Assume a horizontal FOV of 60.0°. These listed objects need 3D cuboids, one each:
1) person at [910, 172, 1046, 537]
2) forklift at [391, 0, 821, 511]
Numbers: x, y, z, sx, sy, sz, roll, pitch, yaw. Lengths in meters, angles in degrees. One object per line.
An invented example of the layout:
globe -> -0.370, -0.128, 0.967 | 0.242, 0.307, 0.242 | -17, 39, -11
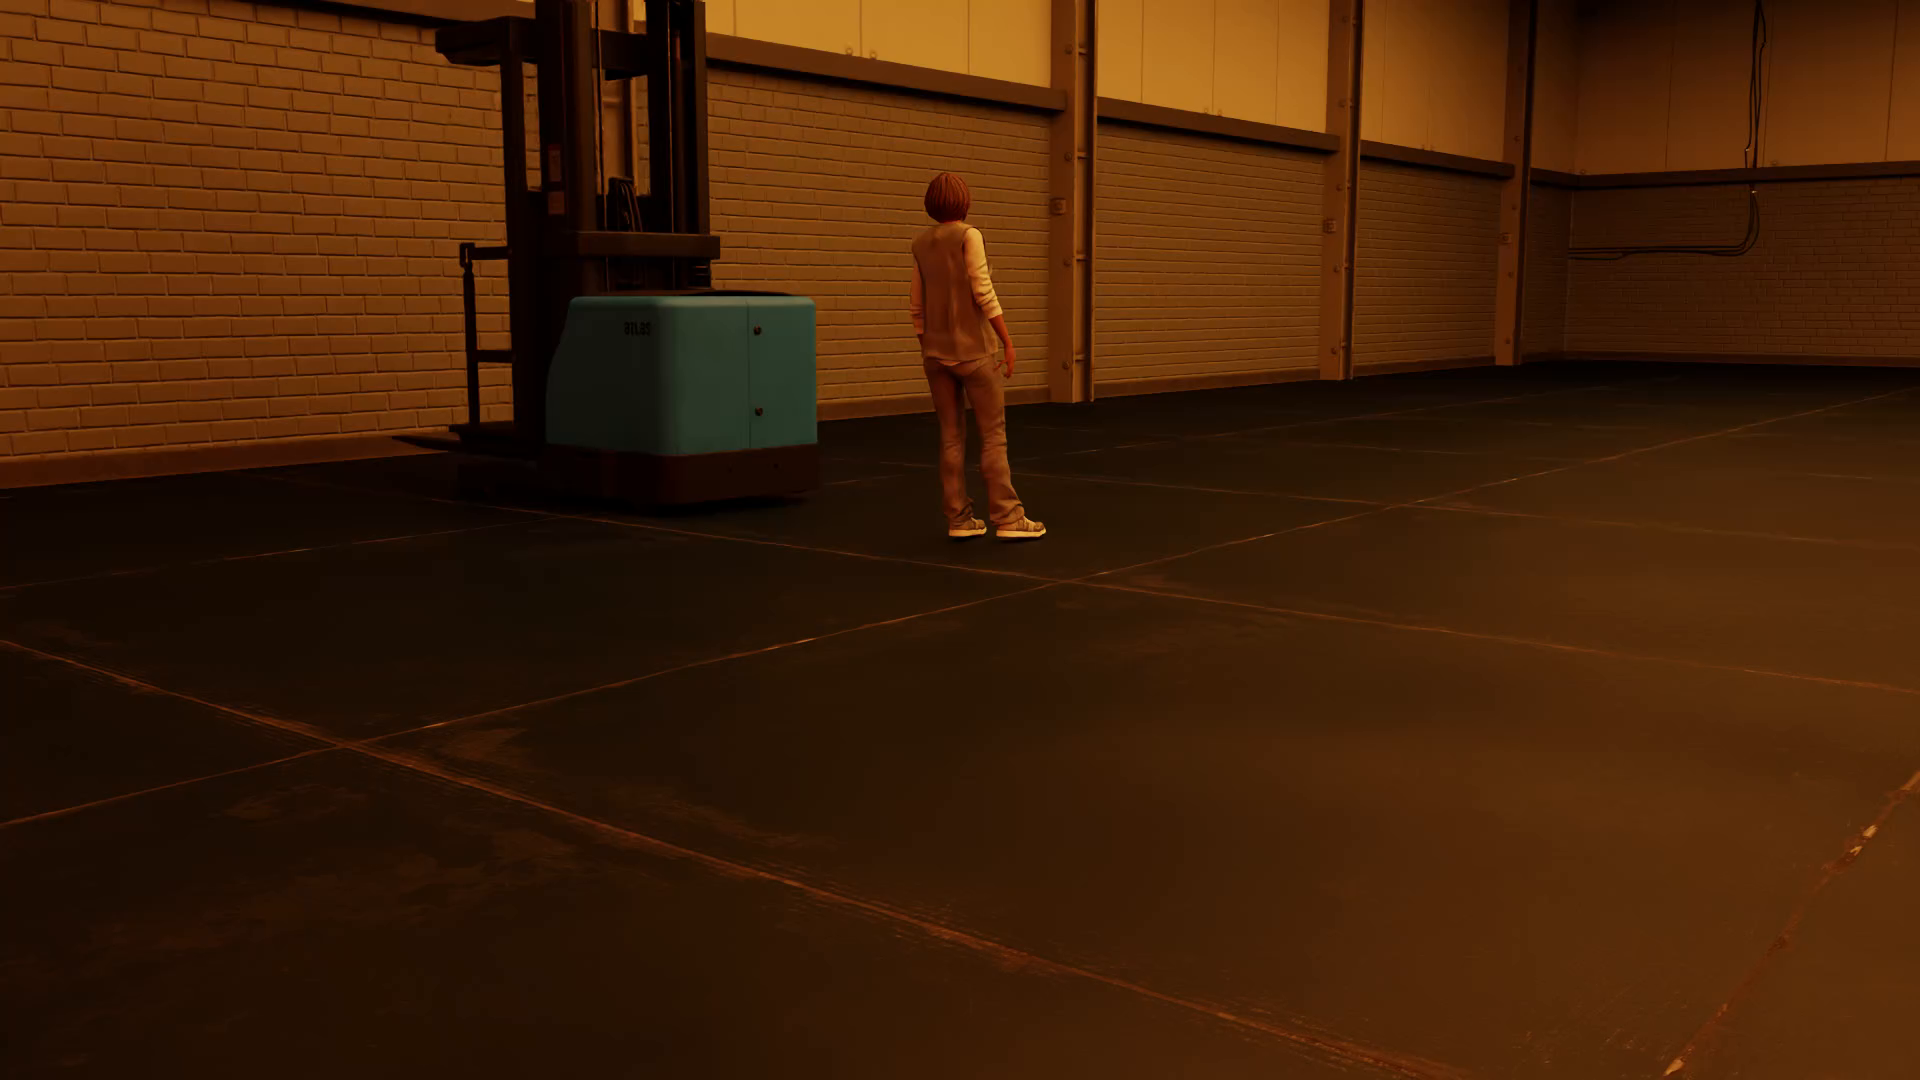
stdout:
person -> 0.057, -0.804, 7.336 | 0.521, 1.596, 0.475 | 7, 11, 38
forklift -> -2.157, -1.749, 9.236 | 3.031, 2.935, 1.130 | 8, 11, 42
